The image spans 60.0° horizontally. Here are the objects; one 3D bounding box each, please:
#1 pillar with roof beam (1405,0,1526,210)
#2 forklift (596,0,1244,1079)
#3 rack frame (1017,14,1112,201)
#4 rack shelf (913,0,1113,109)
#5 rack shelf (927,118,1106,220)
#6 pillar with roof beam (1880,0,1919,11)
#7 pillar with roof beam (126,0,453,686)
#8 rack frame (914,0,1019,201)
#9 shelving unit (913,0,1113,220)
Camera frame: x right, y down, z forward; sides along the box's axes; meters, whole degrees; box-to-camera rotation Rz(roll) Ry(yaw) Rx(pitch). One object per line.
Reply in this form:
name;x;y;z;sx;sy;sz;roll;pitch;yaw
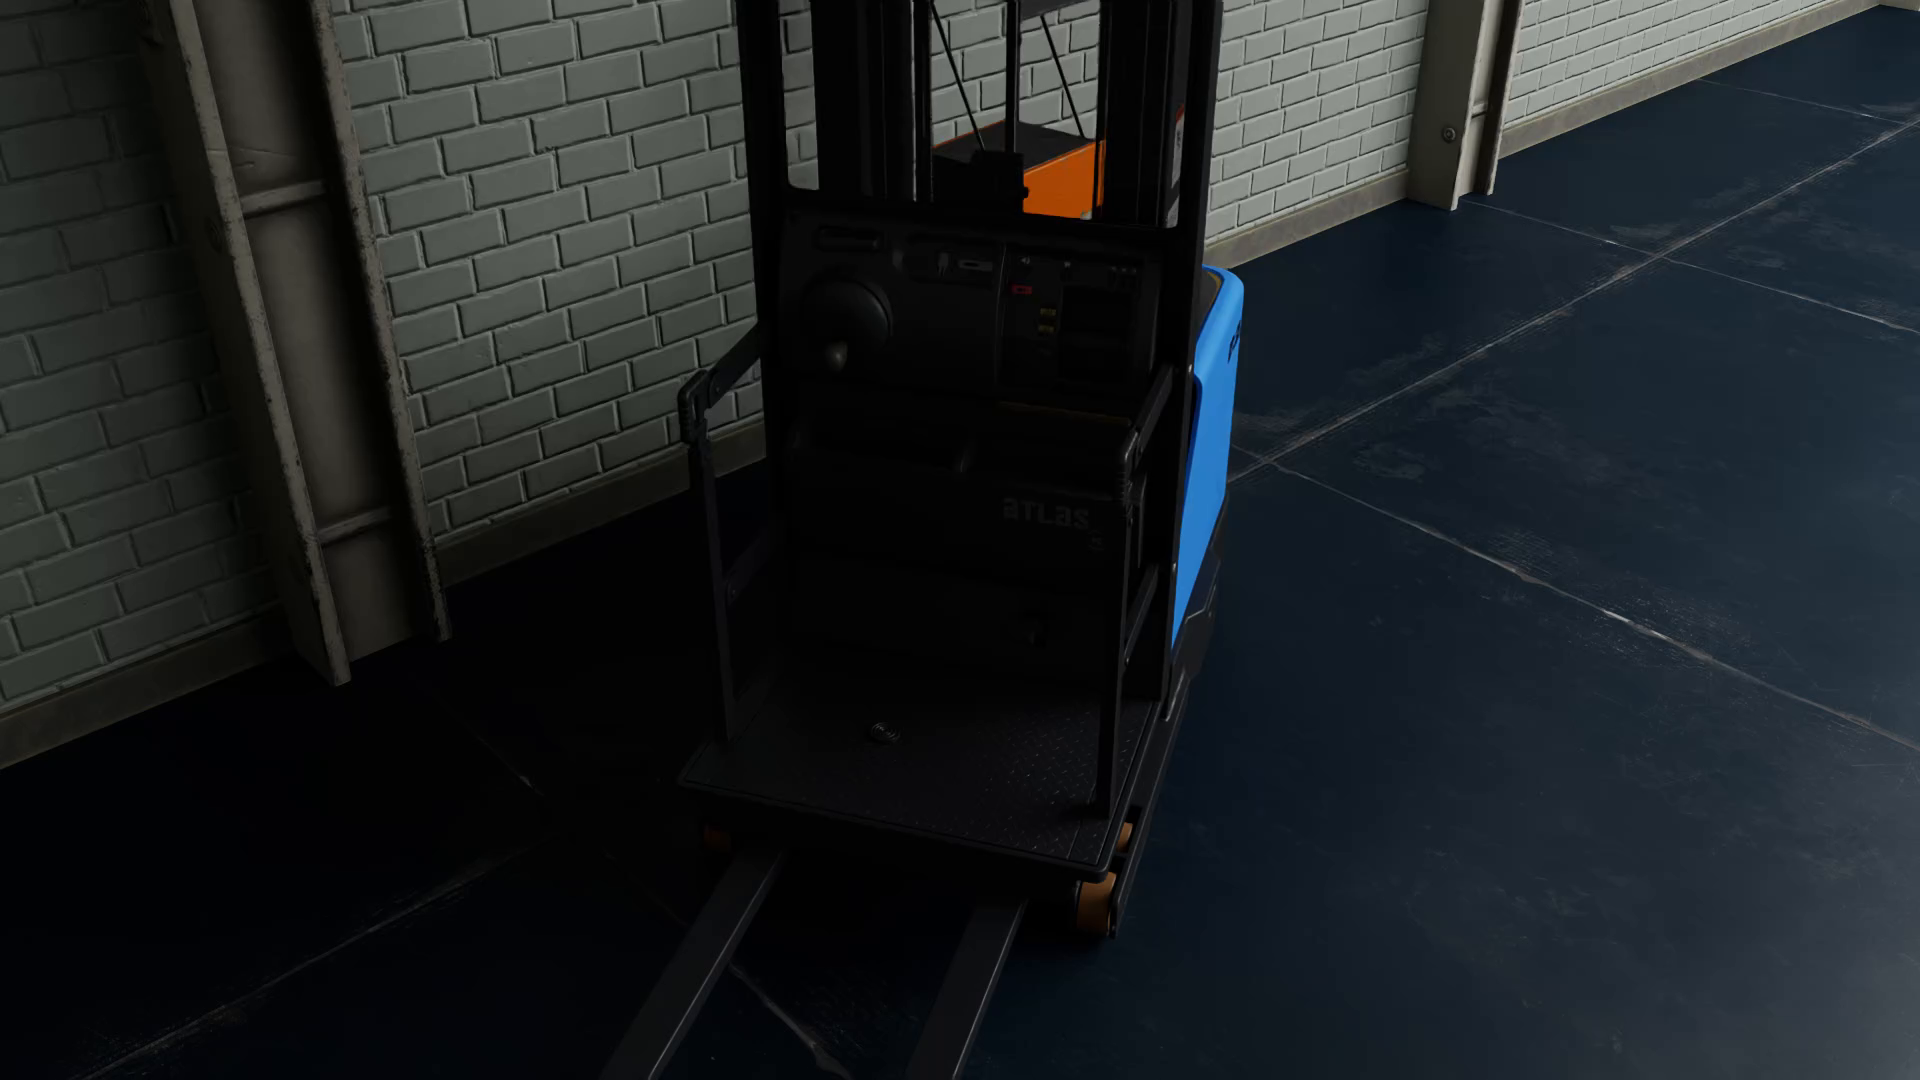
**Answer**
pillar with roof beam;5.478;-4.005;3.674;0.400;9.000;9.100;-26;40;-35
forklift;-0.048;-0.501;3.760;1.130;2.935;3.031;9;33;15
rack frame;0.326;-1.212;5.720;0.400;2.100;0.015;23;38;33
rack shelf;0.171;-1.700;5.201;0.431;0.518;0.480;23;38;33
rack shelf;0.171;-1.102;5.566;0.431;0.518;0.480;23;38;33
pillar with roof beam;9.877;-6.133;7.154;0.400;9.000;9.100;-26;40;-35
pillar with roof beam;1.078;-1.877;0.193;0.400;9.000;9.100;-26;40;-35
rack frame;0.017;-1.016;5.398;0.400;2.100;0.015;23;38;33
shelving unit;0.171;-1.114;5.559;0.431;2.100;0.503;23;38;33
